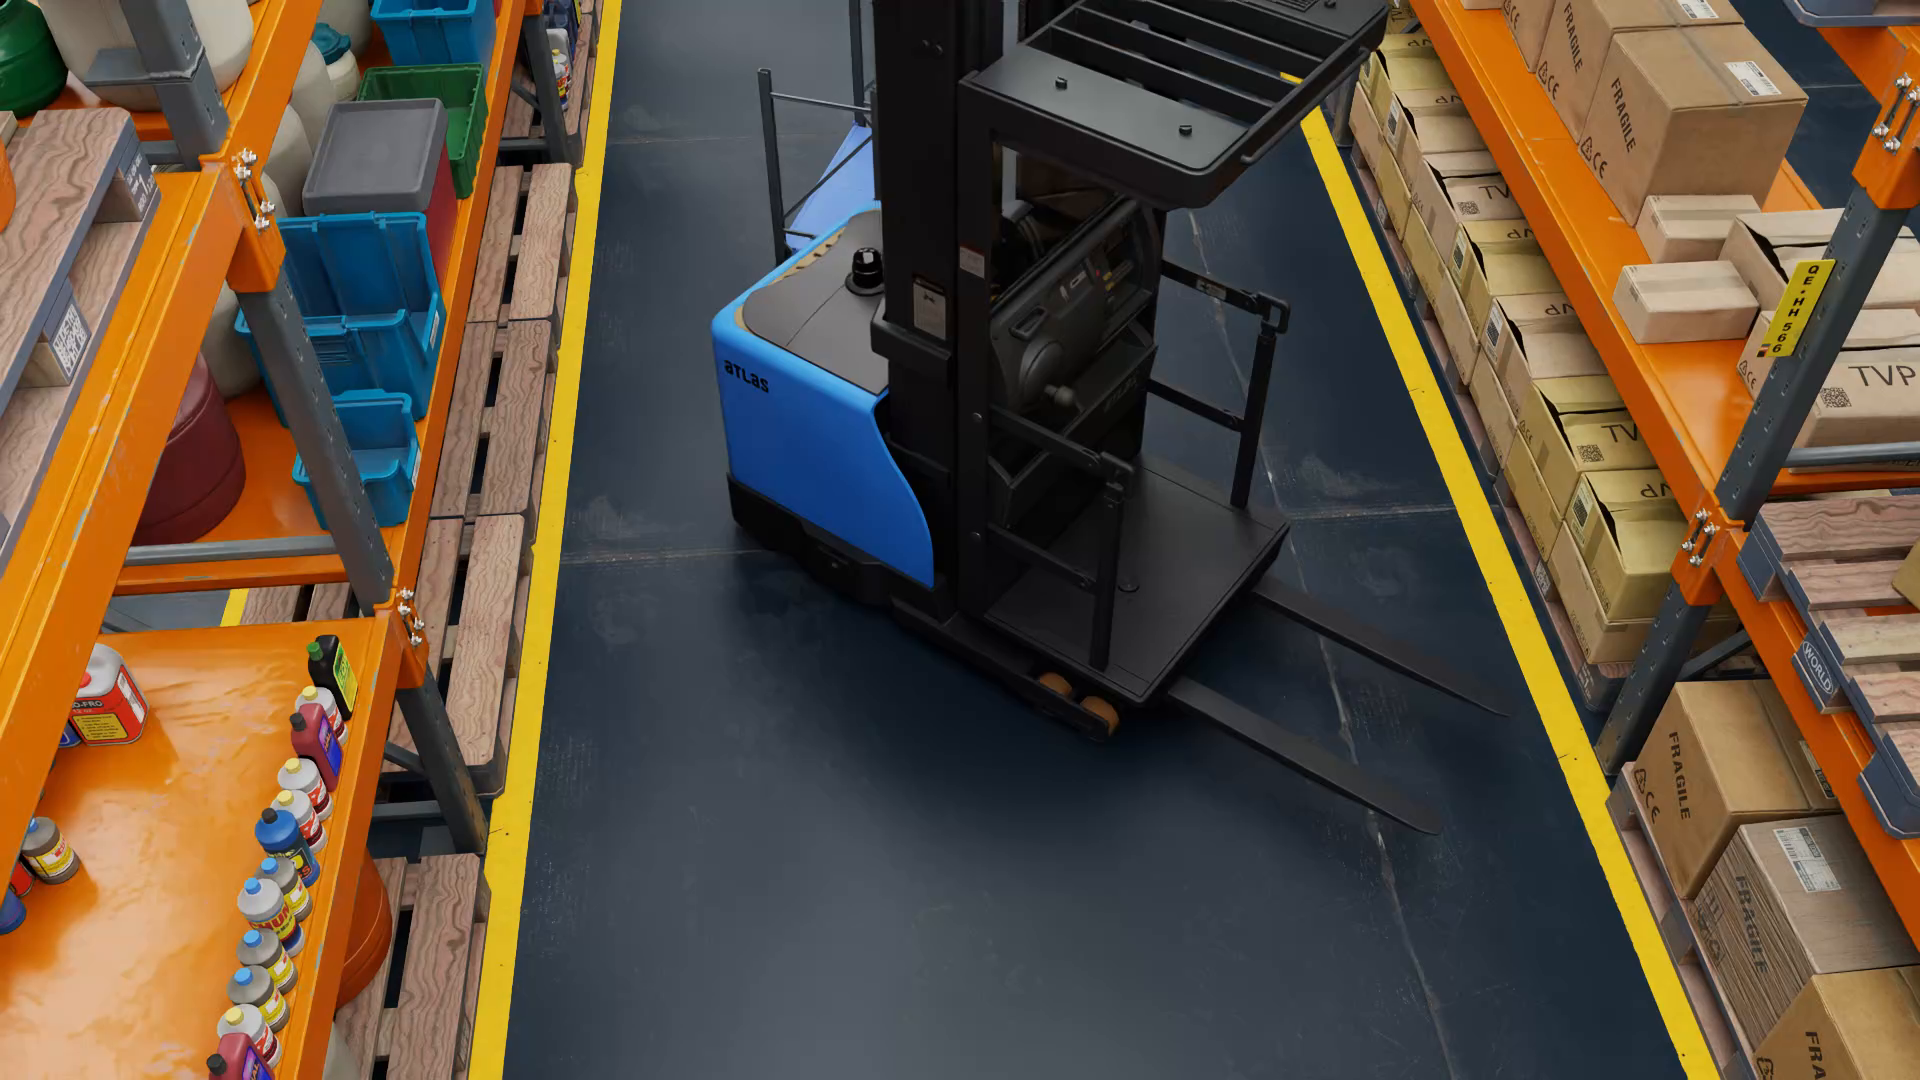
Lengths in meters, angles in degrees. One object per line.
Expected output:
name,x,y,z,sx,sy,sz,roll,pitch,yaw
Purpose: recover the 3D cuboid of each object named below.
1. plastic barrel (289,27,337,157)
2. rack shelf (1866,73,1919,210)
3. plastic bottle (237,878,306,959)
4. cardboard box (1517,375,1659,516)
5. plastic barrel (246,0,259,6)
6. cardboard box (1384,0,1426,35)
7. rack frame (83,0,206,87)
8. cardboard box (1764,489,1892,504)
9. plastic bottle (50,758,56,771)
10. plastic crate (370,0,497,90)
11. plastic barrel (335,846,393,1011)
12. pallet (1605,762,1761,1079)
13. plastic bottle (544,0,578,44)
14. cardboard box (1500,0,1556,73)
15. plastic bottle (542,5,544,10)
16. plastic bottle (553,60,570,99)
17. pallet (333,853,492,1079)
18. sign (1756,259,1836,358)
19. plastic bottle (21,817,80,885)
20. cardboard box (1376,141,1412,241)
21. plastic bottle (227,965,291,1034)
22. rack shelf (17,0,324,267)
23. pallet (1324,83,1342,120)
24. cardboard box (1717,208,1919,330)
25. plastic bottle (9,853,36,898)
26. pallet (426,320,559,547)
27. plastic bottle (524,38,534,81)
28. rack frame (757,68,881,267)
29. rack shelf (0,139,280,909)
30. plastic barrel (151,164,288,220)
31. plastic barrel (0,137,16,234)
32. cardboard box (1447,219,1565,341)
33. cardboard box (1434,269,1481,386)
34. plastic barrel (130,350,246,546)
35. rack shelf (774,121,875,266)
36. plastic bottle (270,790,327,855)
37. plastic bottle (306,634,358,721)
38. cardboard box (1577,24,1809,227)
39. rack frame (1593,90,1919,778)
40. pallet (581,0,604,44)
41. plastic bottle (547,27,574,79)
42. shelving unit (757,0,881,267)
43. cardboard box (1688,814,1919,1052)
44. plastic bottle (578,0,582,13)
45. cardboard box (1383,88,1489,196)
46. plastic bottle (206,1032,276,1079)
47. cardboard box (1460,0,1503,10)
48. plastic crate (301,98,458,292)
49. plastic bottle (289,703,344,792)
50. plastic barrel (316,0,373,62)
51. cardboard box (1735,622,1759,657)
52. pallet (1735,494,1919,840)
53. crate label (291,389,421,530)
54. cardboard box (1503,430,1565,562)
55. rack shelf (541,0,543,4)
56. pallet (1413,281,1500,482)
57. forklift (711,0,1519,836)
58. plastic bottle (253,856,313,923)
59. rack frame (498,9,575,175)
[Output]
plastic barrel,-2.550,-1.663,6.166,0.433,0.535,0.433,0,47,0
rack shelf,2.966,0.406,2.729,1.077,0.370,4.000,-3,47,-3
plastic bottle,-1.636,0.885,3.934,0.097,0.271,0.097,0,47,0
cardboard box,2.459,-0.389,6.271,0.500,0.311,0.500,-4,47,-4
plastic barrel,-1.991,-1.770,3.949,0.600,0.901,0.600,0,47,0
cardboard box,2.207,-2.673,8.820,0.500,0.250,0.500,-3,47,-3
rack frame,-2.138,-2.022,2.467,1.000,3.000,0.127,-3,47,-3
cardboard box,3.047,-0.046,5.946,0.500,0.311,0.500,-2,47,-2
plastic bottle,-2.442,0.504,4.296,0.097,0.271,0.097,0,47,0
plastic crate,-2.071,-2.068,6.654,0.392,0.384,0.575,-3,47,-3
plastic barrel,-2.080,0.996,4.946,0.600,0.830,0.708,-3,47,-3
pallet,2.823,1.244,5.427,1.003,0.211,1.213,-3,47,-3
plastic bottle,-2.143,-2.839,8.894,0.144,0.351,0.185,-5,47,-5
cardboard box,2.555,-2.248,6.744,0.500,0.500,0.500,0,47,0
plastic bottle,-2.260,-2.773,8.886,0.097,0.271,0.097,0,47,0
plastic bottle,-2.071,-2.373,8.556,0.097,0.201,0.097,0,47,0
pallet,-2.031,1.568,5.120,1.003,0.211,1.213,-3,47,-3
sign,2.245,-0.619,4.473,0.100,0.325,0.005,-3,47,-3
plastic bottle,-2.263,0.756,4.105,0.097,0.201,0.097,0,47,0
cardboard box,2.292,-1.674,7.874,0.500,0.250,0.500,-2,47,-2
plastic bottle,-1.619,1.050,3.826,0.097,0.201,0.097,0,47,0
rack shelf,-2.306,-2.190,5.188,1.077,0.370,4.000,-3,47,-3
pallet,2.438,-2.771,9.228,1.003,0.211,1.213,-3,47,-3
cardboard box,2.916,-0.886,5.584,0.500,0.311,0.500,-4,47,-4
plastic bottle,-2.385,0.751,4.058,0.152,0.276,0.135,-3,47,-3
pallet,-2.263,-0.444,7.025,1.003,0.211,1.213,-3,47,-3
plastic bottle,-2.223,-2.553,8.670,0.061,0.283,0.133,-3,47,-3
rack frame,-0.535,-1.243,6.894,0.500,1.500,0.032,12,48,11
rack shelf,-1.971,0.704,2.447,1.077,0.370,4.000,-3,47,-3
plastic barrel,-2.472,-1.034,5.586,0.421,0.512,0.421,0,47,0
plastic barrel,-2.094,-0.872,2.859,0.600,0.830,0.708,-3,47,-3
cardboard box,2.380,-1.117,6.960,0.500,0.311,0.500,-2,47,-2
cardboard box,2.379,-0.931,7.170,0.500,0.250,0.500,-3,47,-3
plastic barrel,-2.479,-0.323,4.896,0.600,0.536,0.708,-3,47,-3
rack shelf,-0.388,-1.473,7.359,0.538,0.185,1.000,12,48,11
plastic bottle,-1.660,0.698,4.160,0.097,0.201,0.097,0,47,0
plastic bottle,-1.679,0.348,4.435,0.061,0.283,0.133,-3,47,-3
cardboard box,2.641,-1.505,6.040,0.500,0.500,0.500,-6,47,-5
rack frame,2.798,-0.257,4.928,1.000,3.000,0.127,-3,47,-3
pallet,-2.593,-3.267,9.699,1.003,0.211,1.213,-3,47,-3
plastic bottle,-2.117,-2.557,8.679,0.152,0.276,0.135,-2,47,-2
shelving unit,-0.388,-1.596,7.229,0.538,1.500,1.048,12,48,11
cardboard box,2.601,1.176,4.989,0.500,0.500,0.500,-5,47,-5
plastic bottle,-2.143,-2.994,9.144,0.097,0.201,0.097,0,47,0
cardboard box,2.286,-1.867,7.670,0.500,0.311,0.500,-4,47,-4
plastic bottle,-1.583,1.175,3.652,0.061,0.283,0.133,-3,47,-3
cardboard box,2.334,-2.412,7.141,0.380,0.149,0.250,-3,47,-3
plastic crate,-1.969,-1.169,5.747,0.402,0.464,0.583,-3,47,-3
plastic bottle,-1.660,0.515,4.277,0.061,0.283,0.133,-3,47,-3
plastic barrel,-2.611,-2.194,6.669,0.433,0.535,0.433,0,47,0
cardboard box,3.047,0.147,6.149,0.500,0.250,0.500,-4,47,-3
pallet,2.925,0.295,4.537,1.213,0.211,1.003,-3,47,-3
crate label,-1.800,-0.229,5.016,0.303,0.233,0.416,-3,47,-3
cardboard box,2.464,-0.195,6.473,0.500,0.250,0.500,-4,47,-4
rack shelf,-2.640,-4.053,9.018,1.077,0.370,4.000,-3,47,-3
pallet,2.669,-0.777,7.341,1.003,0.211,1.213,-3,47,-3
forklift,0.562,-0.720,5.413,3.031,2.935,1.130,28,53,24
plastic bottle,-1.644,0.839,4.026,0.097,0.201,0.097,0,47,0
rack frame,-2.473,-2.853,7.386,1.000,3.000,0.127,-3,47,-3
